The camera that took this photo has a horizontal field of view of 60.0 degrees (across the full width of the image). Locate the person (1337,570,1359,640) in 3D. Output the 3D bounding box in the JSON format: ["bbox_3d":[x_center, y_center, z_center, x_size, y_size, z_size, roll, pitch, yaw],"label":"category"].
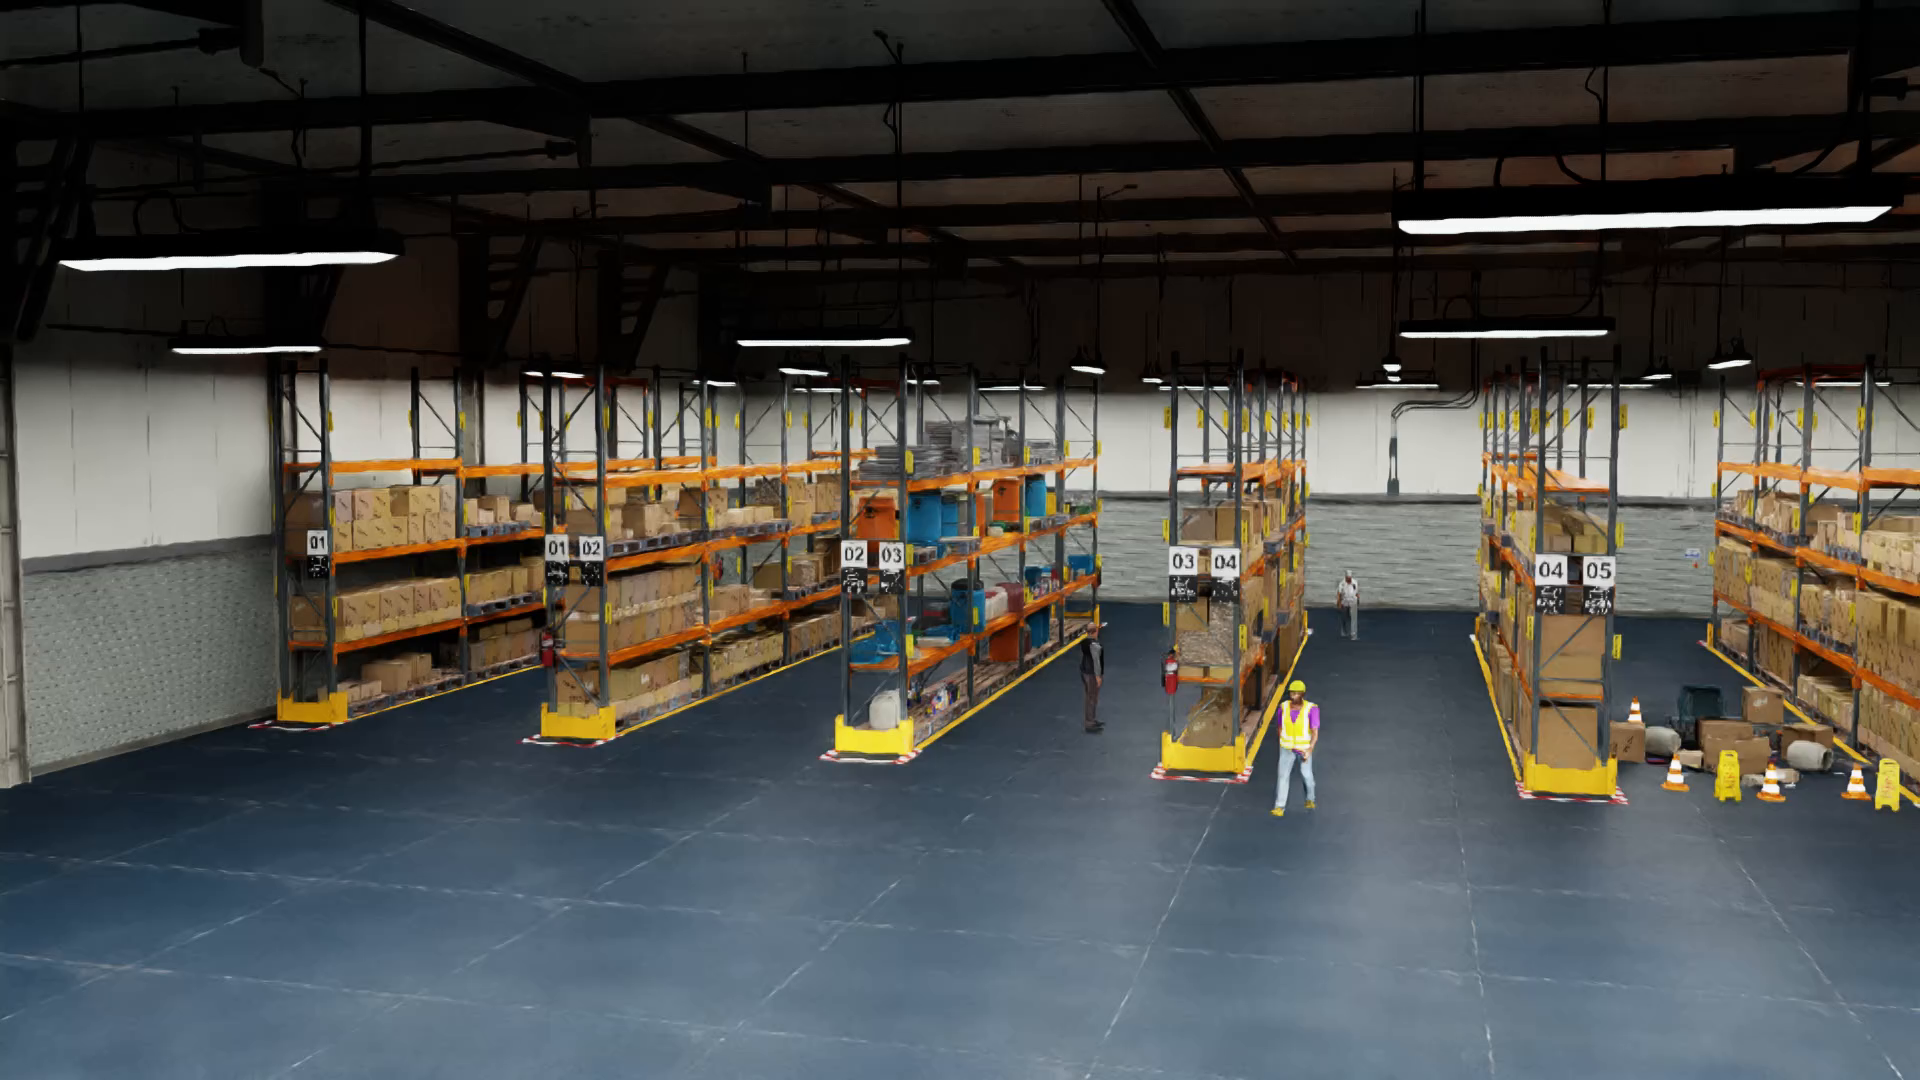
[{"bbox_3d":[8.893,1.460,38.090,0.497,1.576,1.091,1,4,13],"label":"person"}]

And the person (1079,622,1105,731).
[{"bbox_3d":[2.177,2.193,26.901,0.448,1.730,0.586,-1,4,-15],"label":"person"}]

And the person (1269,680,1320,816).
[{"bbox_3d":[4.276,2.623,21.091,0.571,1.706,1.042,2,5,24],"label":"person"}]
